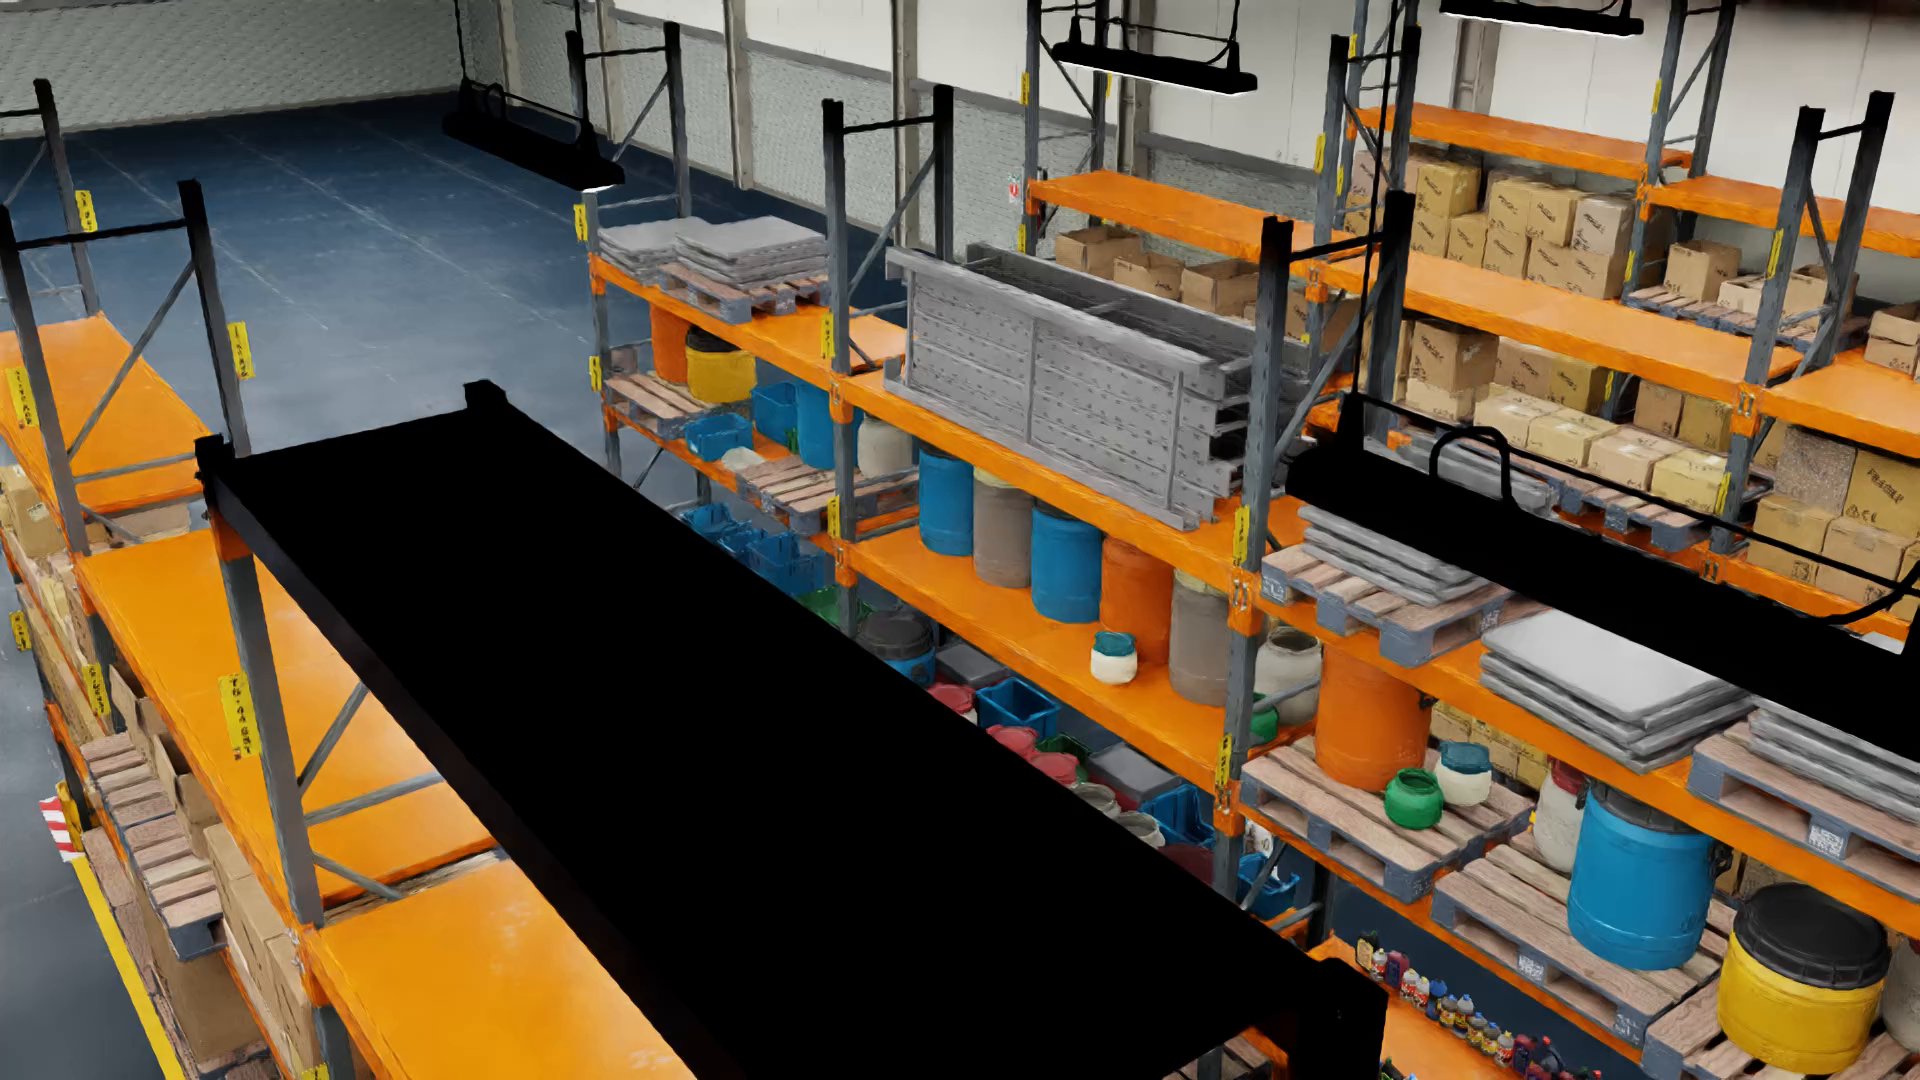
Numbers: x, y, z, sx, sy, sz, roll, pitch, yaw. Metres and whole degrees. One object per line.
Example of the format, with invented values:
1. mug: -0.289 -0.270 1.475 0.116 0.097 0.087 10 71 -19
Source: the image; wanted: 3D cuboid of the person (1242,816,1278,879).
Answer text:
1. person: 2.019 2.385 11.832 0.486 1.665 0.653 -16 29 -30
